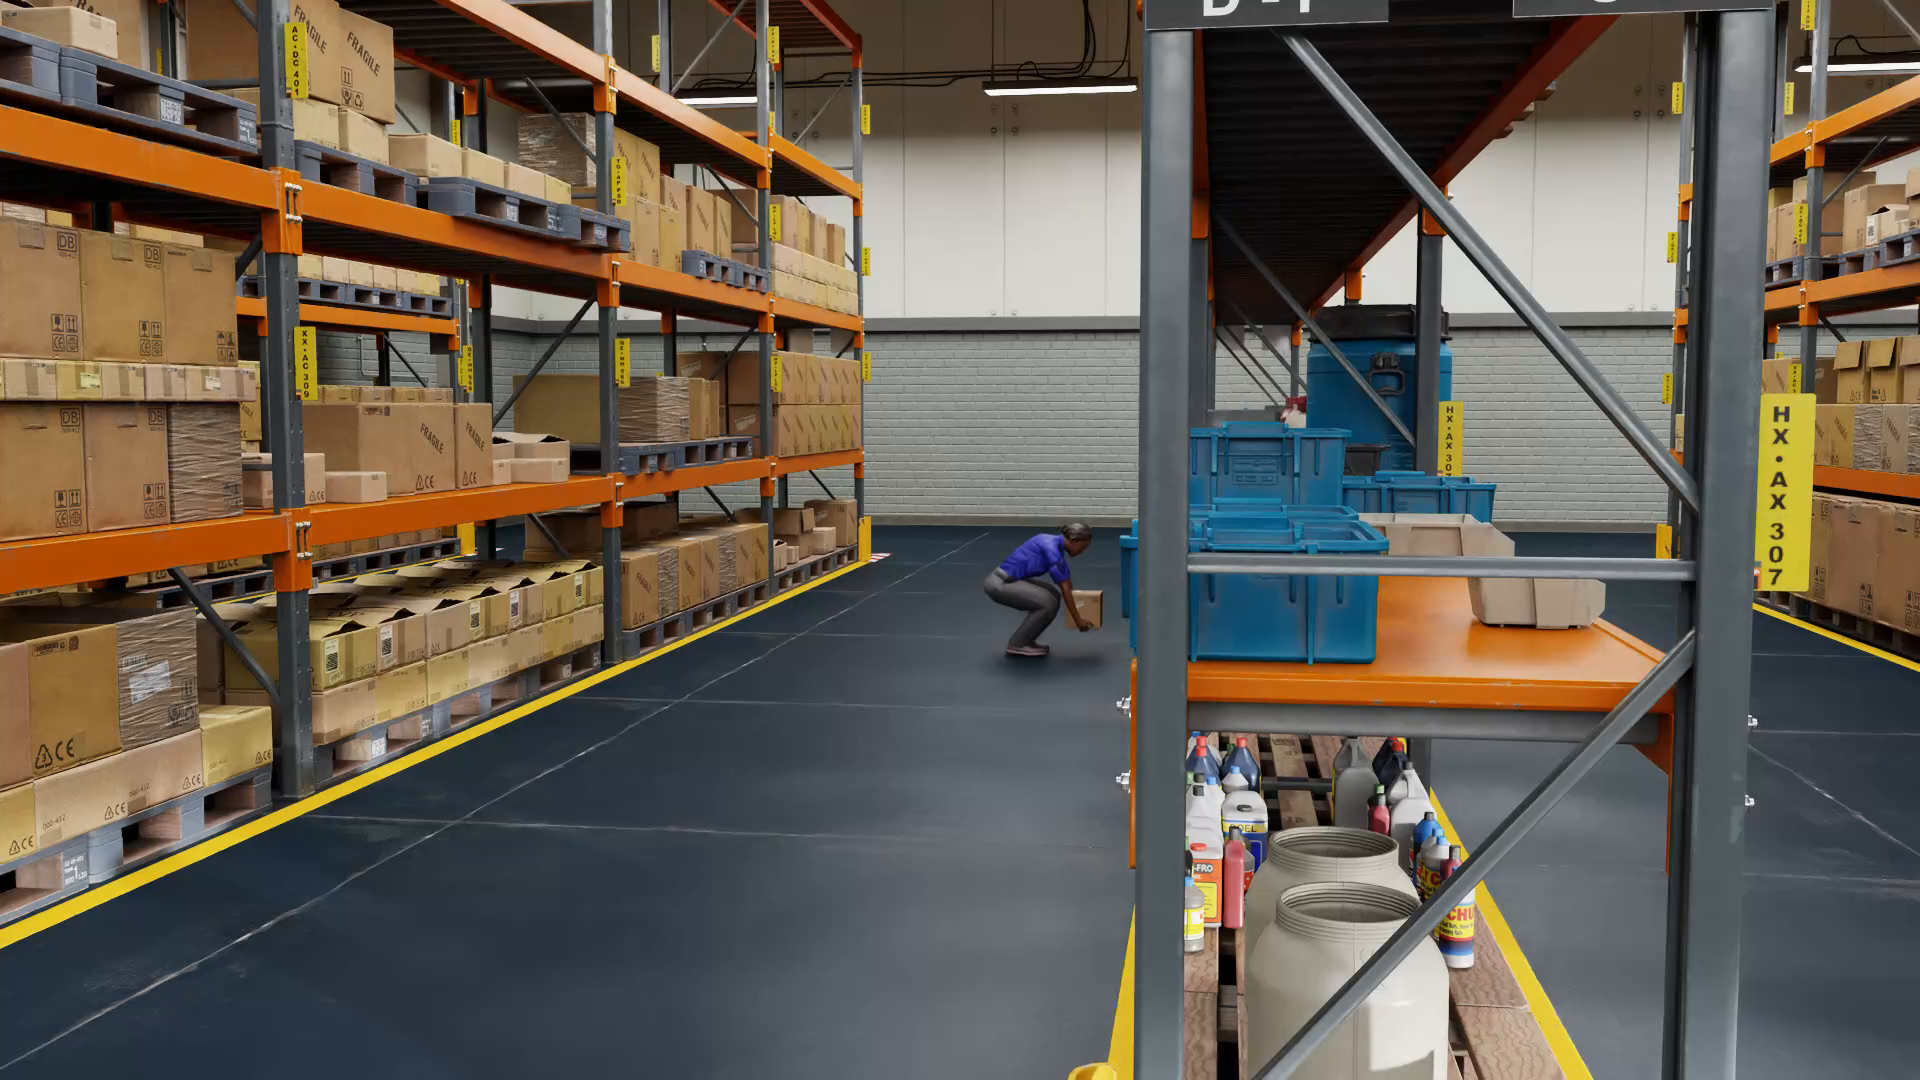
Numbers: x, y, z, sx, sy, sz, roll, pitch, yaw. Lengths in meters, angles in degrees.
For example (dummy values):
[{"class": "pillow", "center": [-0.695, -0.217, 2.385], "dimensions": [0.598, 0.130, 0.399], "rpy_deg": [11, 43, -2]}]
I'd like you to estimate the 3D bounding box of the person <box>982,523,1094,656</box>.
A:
[{"class": "person", "center": [0.576, 0.354, 11.996], "dimensions": [0.820, 0.955, 0.453], "rpy_deg": [1, 5, 7]}]
